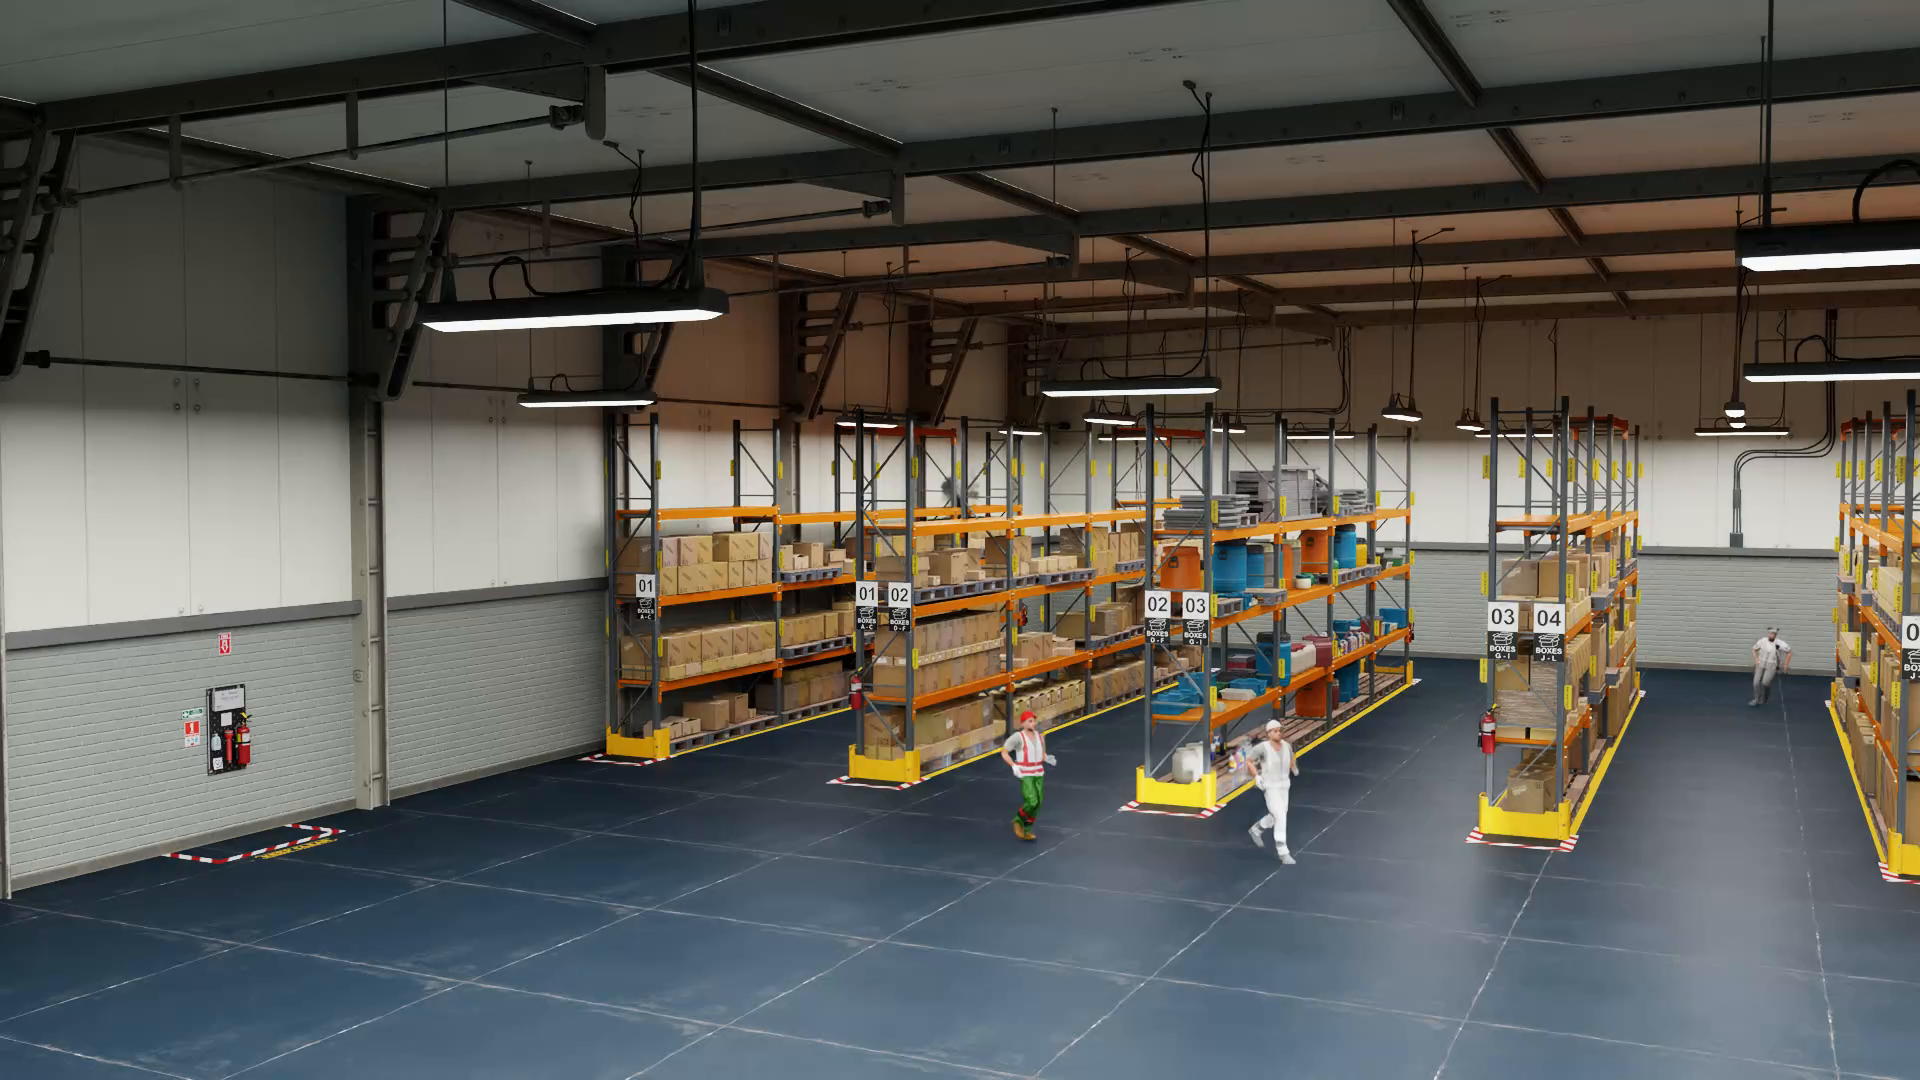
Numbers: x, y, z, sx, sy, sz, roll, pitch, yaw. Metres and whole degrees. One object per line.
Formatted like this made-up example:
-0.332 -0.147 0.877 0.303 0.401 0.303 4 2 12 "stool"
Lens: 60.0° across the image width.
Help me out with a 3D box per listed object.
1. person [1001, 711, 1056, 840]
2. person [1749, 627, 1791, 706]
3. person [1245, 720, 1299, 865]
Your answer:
0.970 3.174 22.346 0.644 1.742 0.581 -2 3 -37 "person"
17.107 2.680 35.167 0.773 1.718 0.590 2 3 40 "person"
4.050 3.206 21.416 0.639 1.794 0.915 -1 3 -28 "person"
